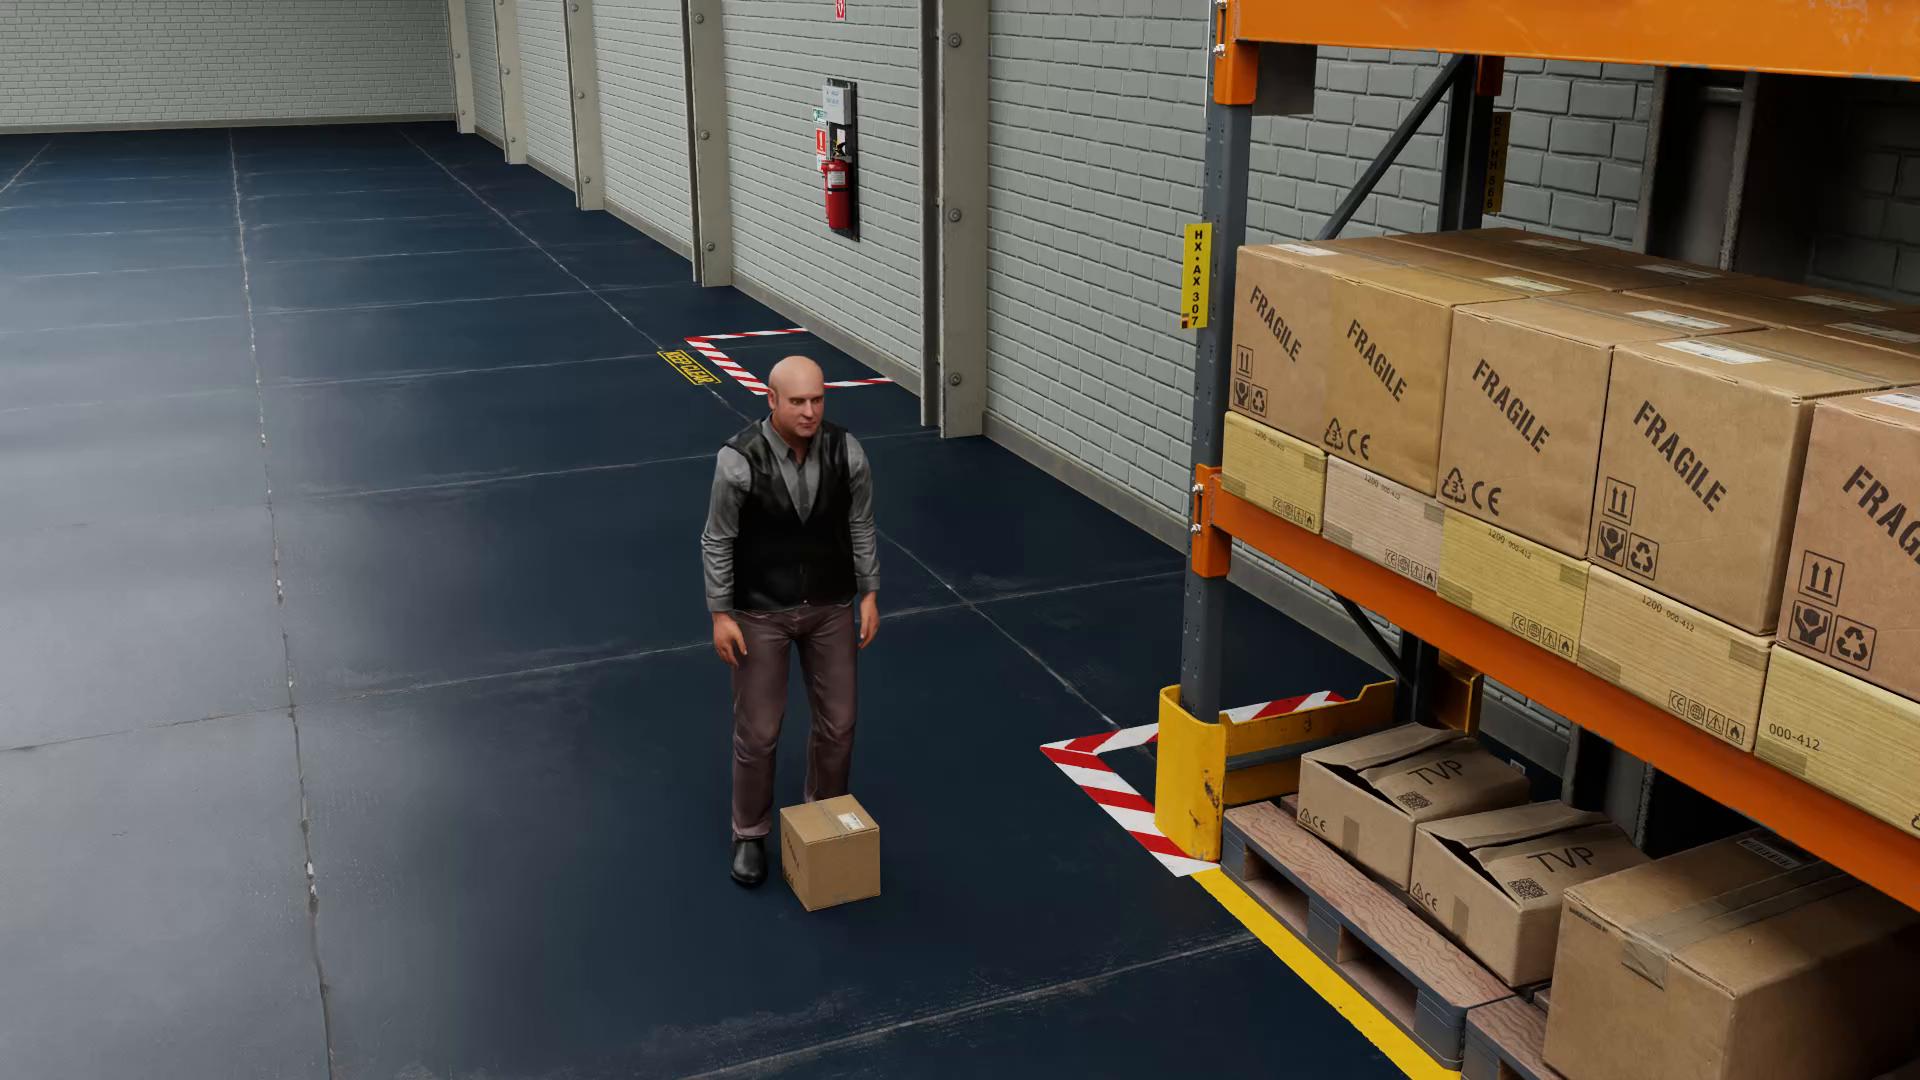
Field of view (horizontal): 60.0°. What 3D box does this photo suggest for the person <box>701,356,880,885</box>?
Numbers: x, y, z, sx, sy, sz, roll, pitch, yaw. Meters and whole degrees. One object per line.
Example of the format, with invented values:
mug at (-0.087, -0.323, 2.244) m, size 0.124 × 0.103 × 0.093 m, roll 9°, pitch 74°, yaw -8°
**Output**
person at (-0.542, 0.235, 5.404) m, size 0.580 × 1.721 × 0.416 m, roll -8°, pitch 20°, yaw -22°
